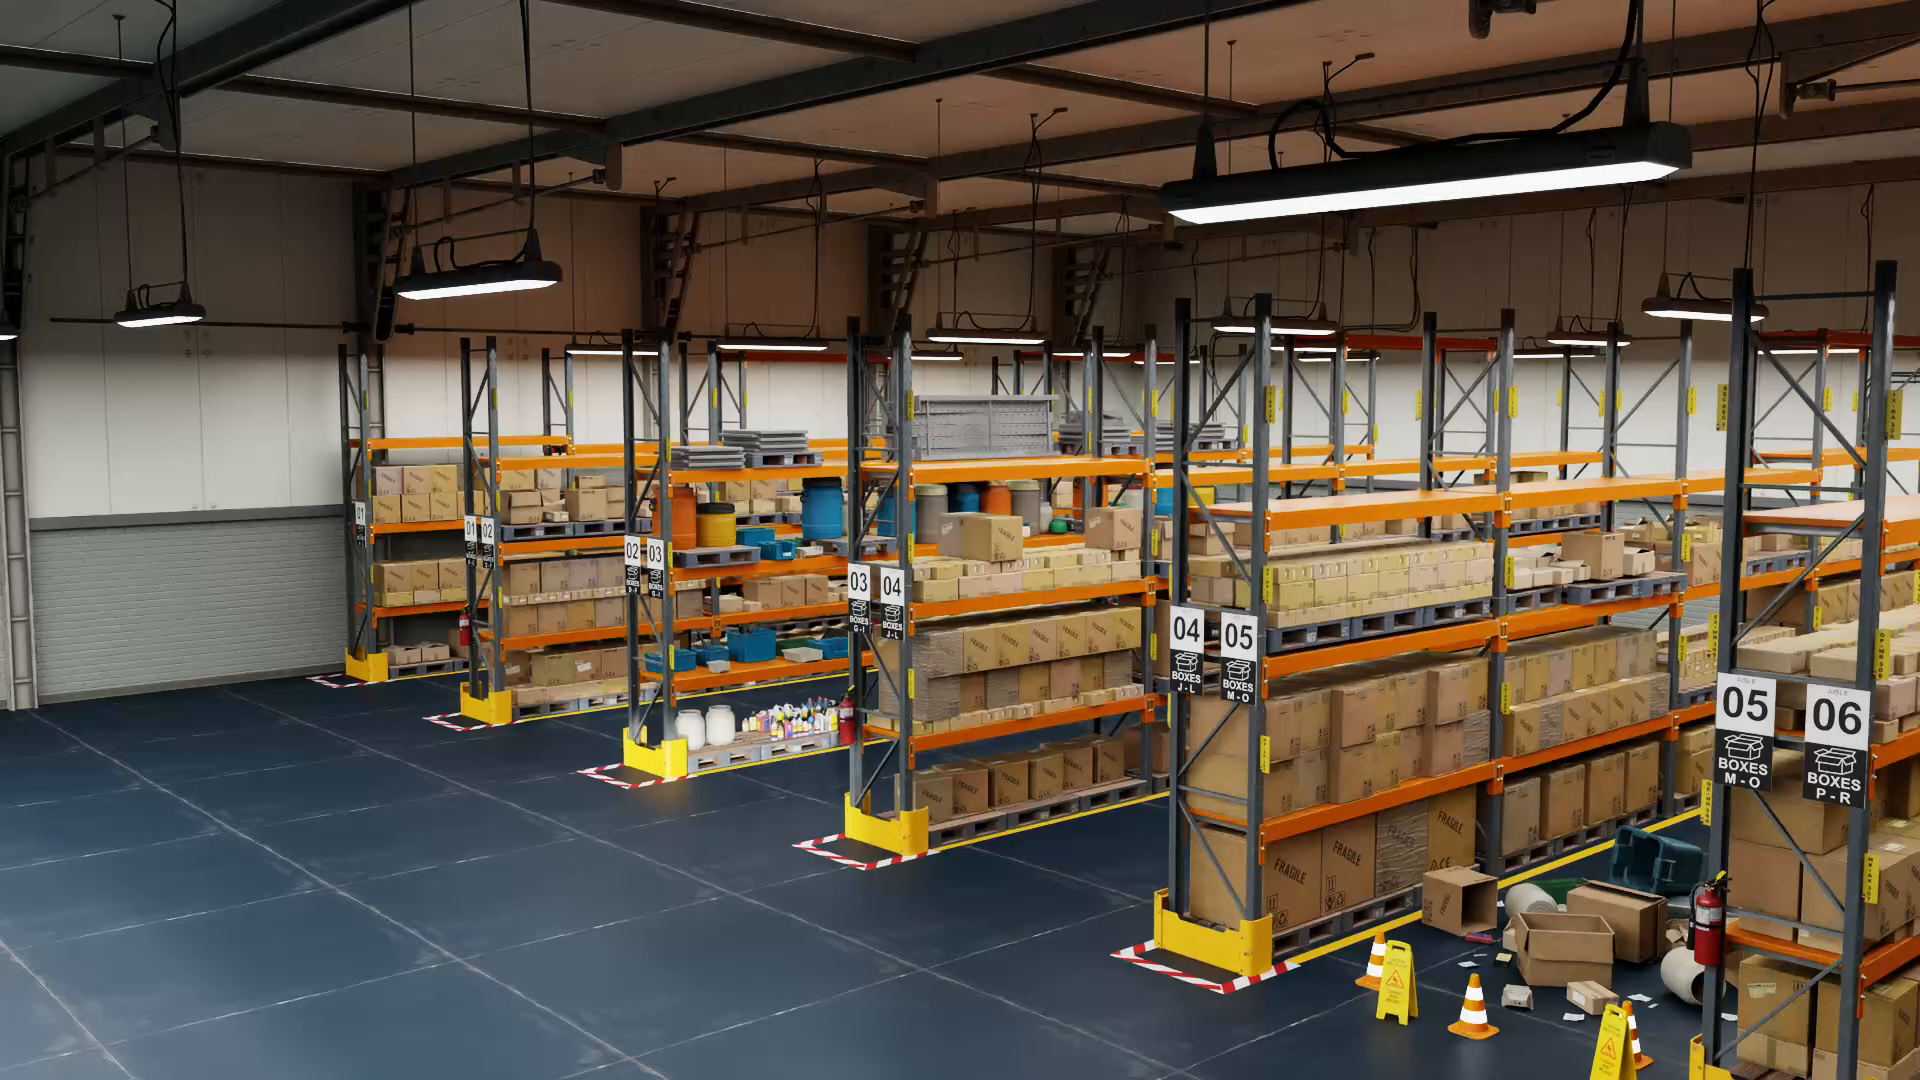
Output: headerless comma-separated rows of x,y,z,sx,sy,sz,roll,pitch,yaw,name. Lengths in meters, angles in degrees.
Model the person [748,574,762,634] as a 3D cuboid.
-3.916,1.446,32.128,0.847,1.750,0.522,-5,7,-43,person
